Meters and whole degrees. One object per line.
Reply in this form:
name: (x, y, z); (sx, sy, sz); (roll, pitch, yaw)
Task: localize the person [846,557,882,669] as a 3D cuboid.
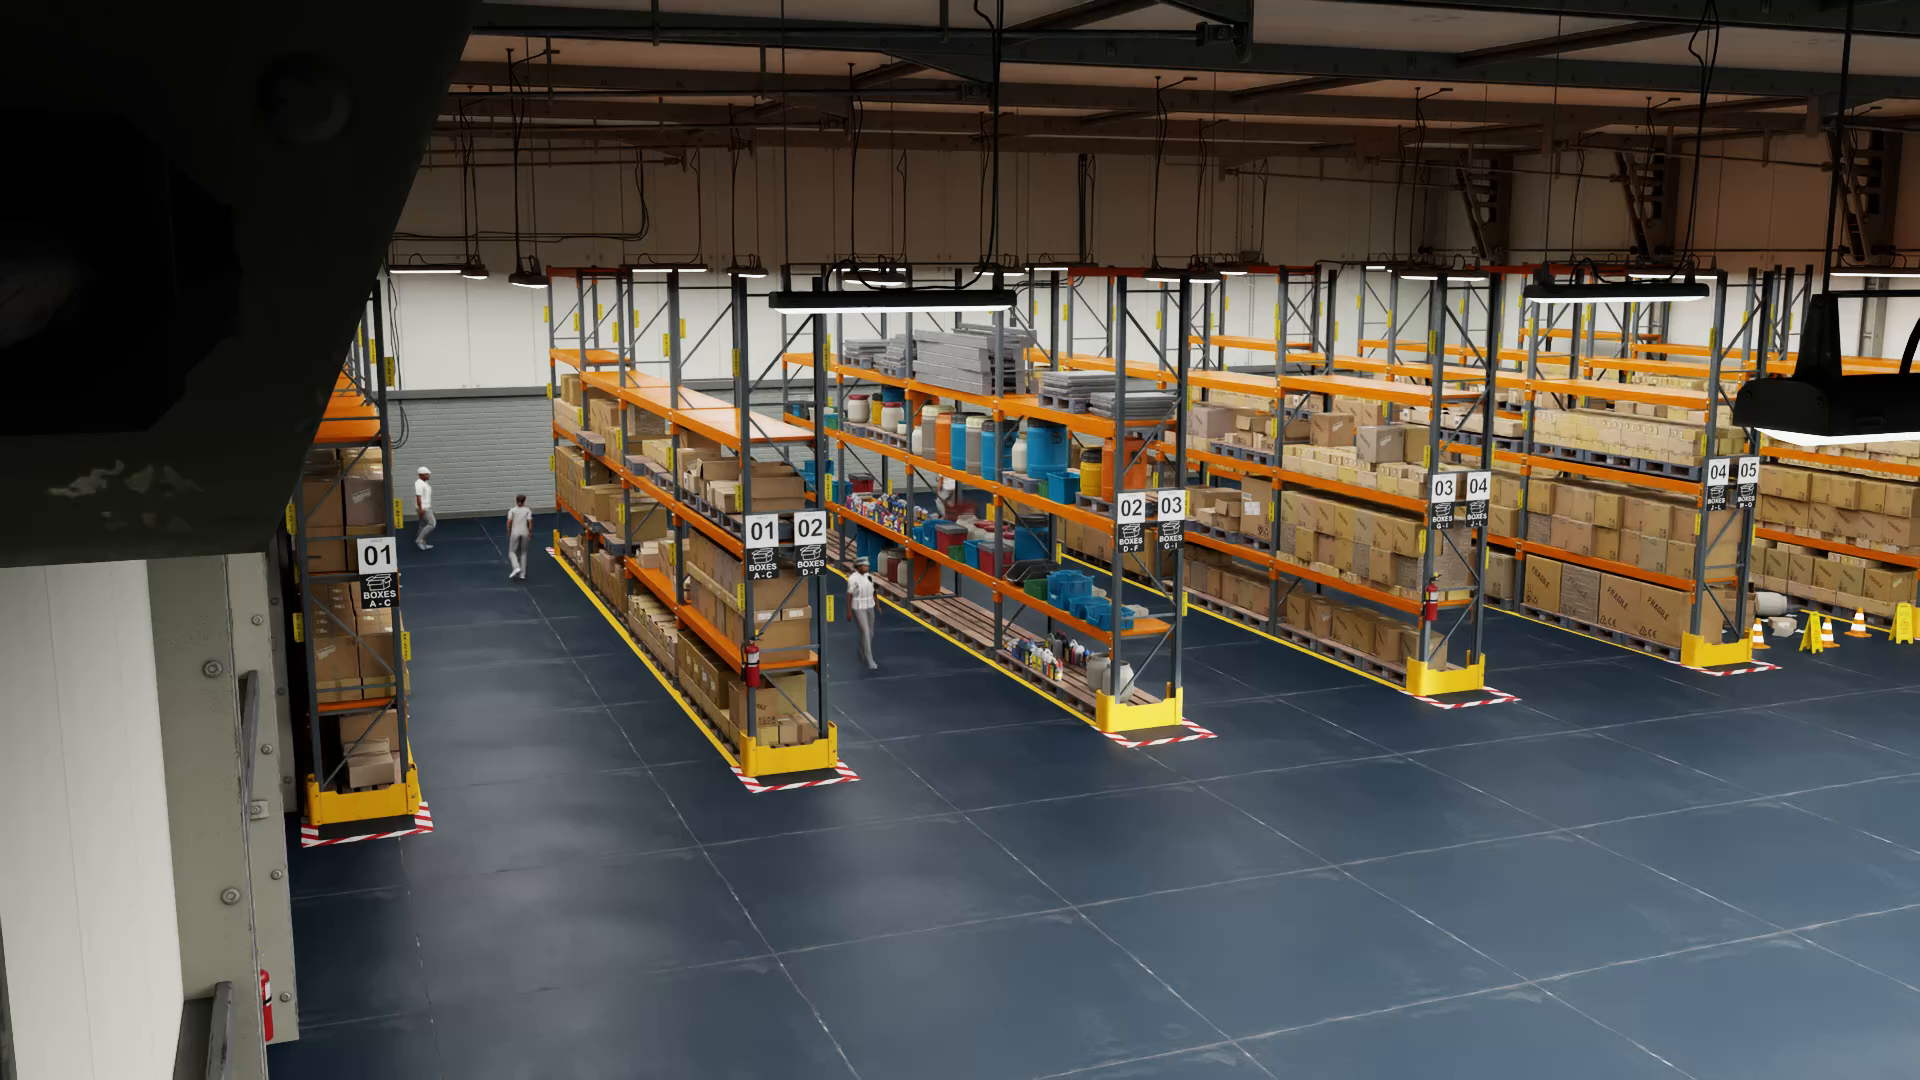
person: (-1.416, 1.097, 25.673); (0.477, 1.662, 0.723); (-9, 14, -43)

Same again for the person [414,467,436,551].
person: (-11.388, -0.676, 35.337); (0.448, 1.766, 0.606); (-3, 10, -19)

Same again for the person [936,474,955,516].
person: (-0.291, -1.181, 38.353); (0.695, 1.761, 0.542); (-8, 13, -40)

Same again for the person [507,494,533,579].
person: (-8.512, -0.052, 32.223); (0.505, 1.645, 0.633); (-3, 10, -19)
